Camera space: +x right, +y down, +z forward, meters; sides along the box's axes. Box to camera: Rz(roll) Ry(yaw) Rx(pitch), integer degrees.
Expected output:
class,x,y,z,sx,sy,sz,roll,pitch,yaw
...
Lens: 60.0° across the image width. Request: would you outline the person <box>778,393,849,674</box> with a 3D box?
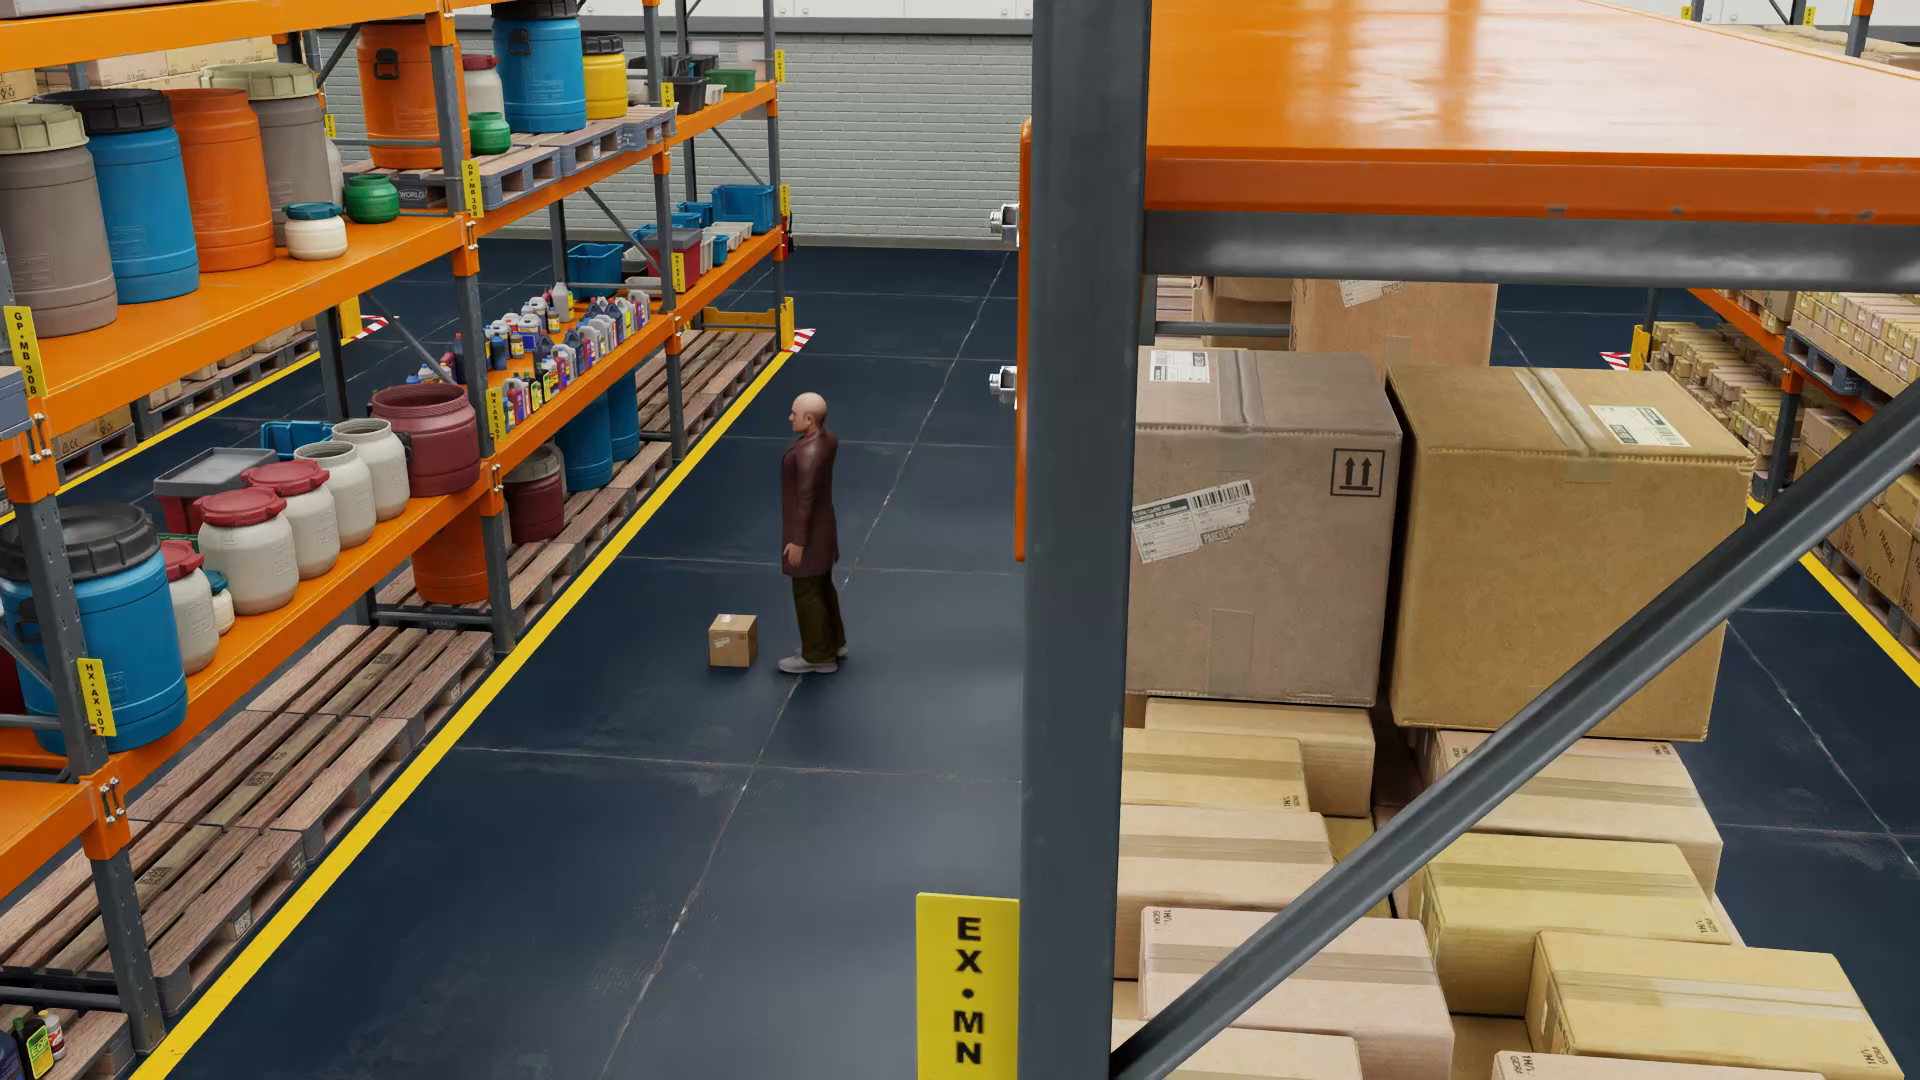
class,x,y,z,sx,sy,sz,roll,pitch,yaw
person,-0.927,-0.031,10.225,0.397,1.809,0.561,3,21,8
